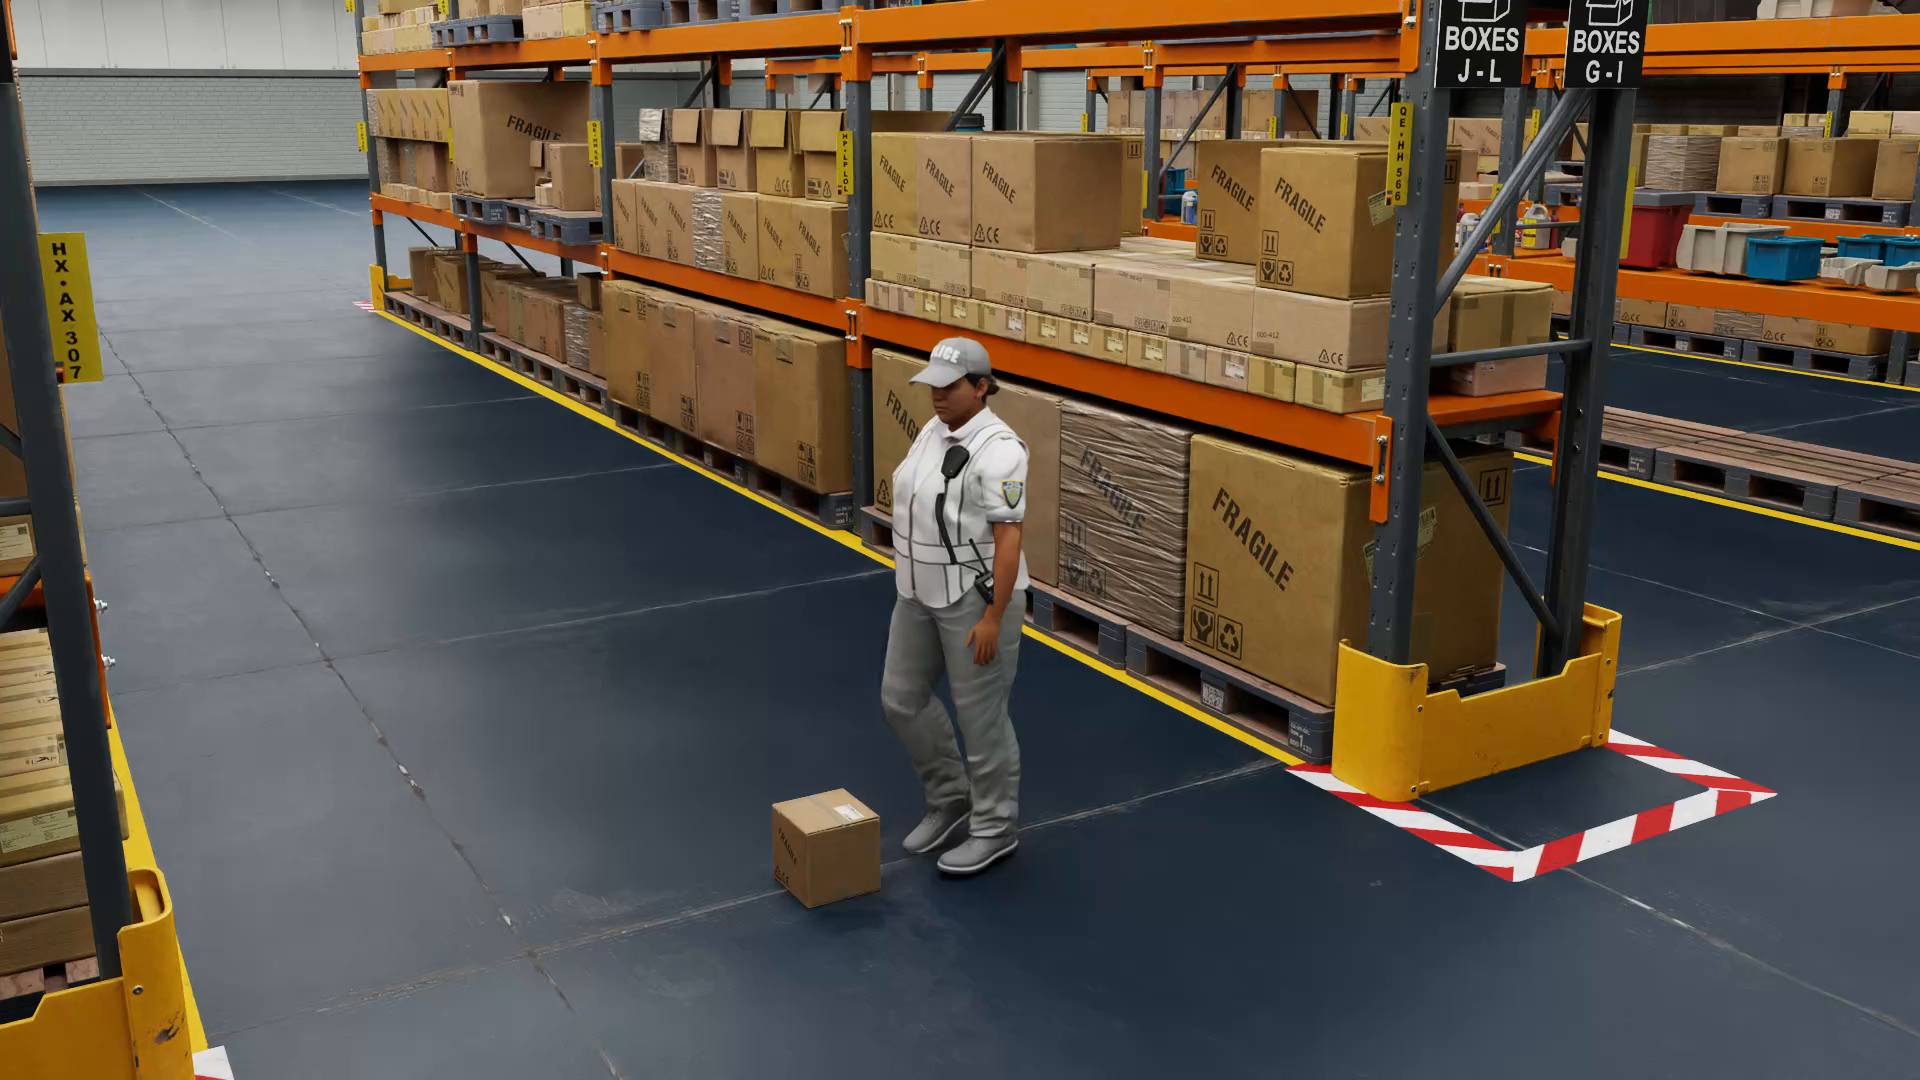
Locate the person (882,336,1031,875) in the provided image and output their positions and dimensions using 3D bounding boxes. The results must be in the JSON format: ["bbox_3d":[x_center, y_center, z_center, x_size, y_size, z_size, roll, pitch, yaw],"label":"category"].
[{"bbox_3d":[-0.011,0.213,5.214,0.365,1.704,0.513,-11,18,-35],"label":"person"}]
